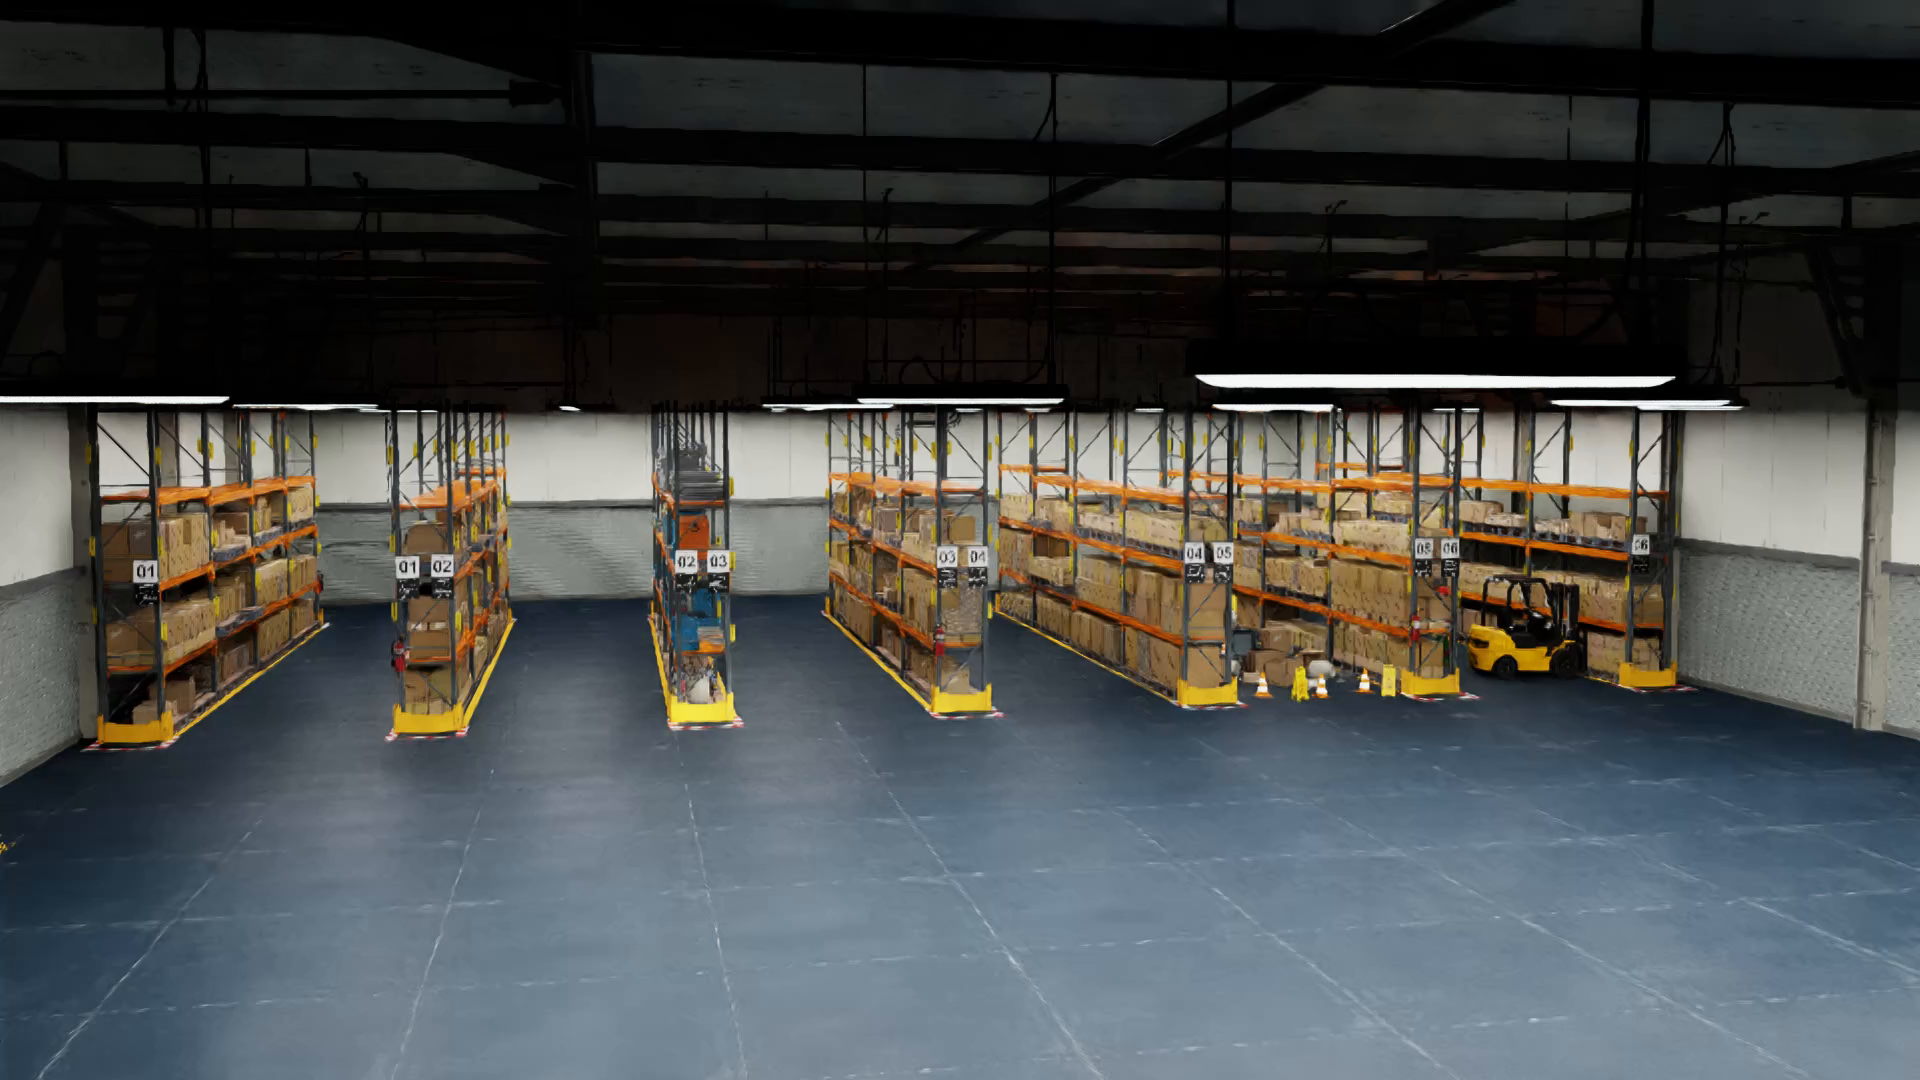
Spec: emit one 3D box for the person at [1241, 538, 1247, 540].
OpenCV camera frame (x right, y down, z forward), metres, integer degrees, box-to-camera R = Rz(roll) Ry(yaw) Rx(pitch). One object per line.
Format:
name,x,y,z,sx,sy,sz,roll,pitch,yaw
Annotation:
person,9.428,0.756,54.800,0.579,1.671,0.480,4,6,43

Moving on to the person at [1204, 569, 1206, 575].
person,6.169,1.696,42.661,0.647,1.588,0.691,1,4,11

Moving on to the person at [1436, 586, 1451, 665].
person,10.983,1.949,38.031,0.489,1.787,0.608,1,4,17

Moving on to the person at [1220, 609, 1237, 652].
person,6.345,1.909,39.522,0.528,1.662,0.557,1,4,17
